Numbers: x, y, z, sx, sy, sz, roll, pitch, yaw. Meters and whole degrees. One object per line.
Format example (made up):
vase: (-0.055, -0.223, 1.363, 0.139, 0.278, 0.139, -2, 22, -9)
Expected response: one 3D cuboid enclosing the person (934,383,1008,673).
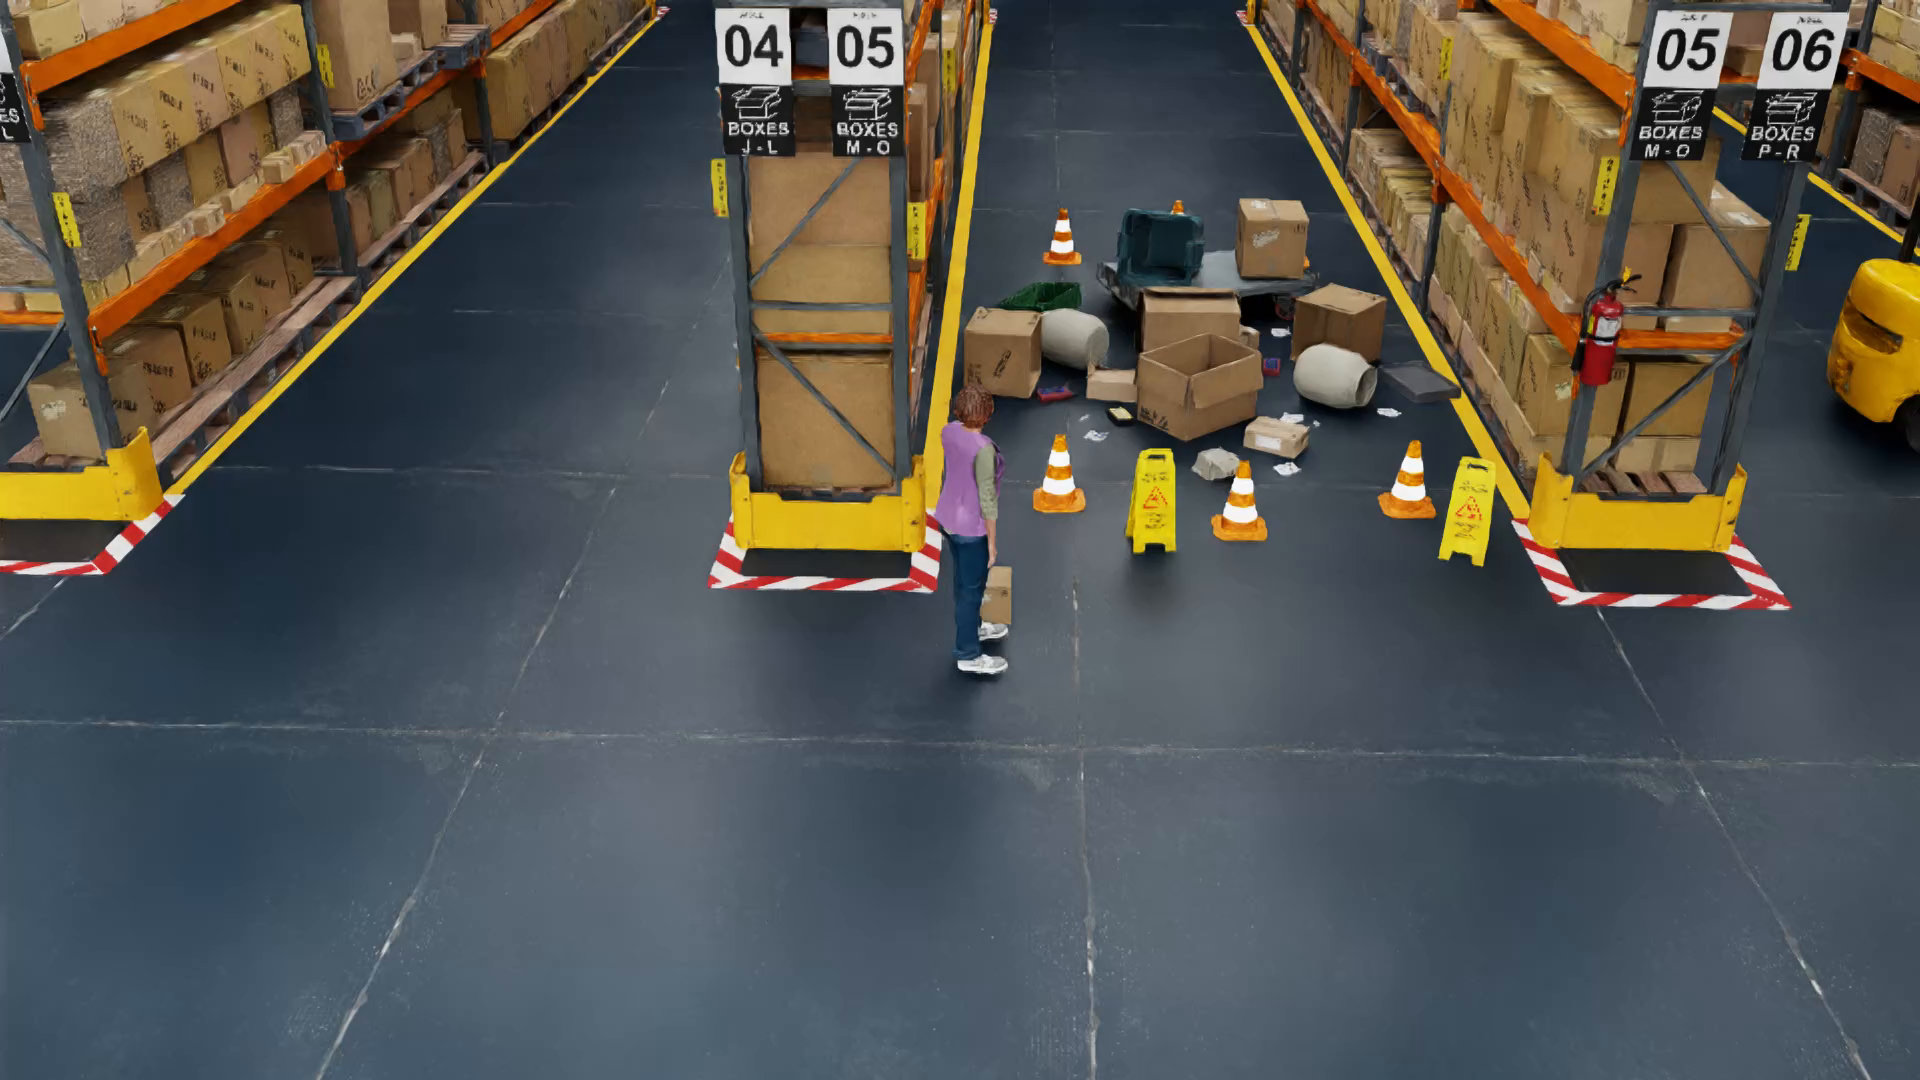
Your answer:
person: (0.114, -0.072, 8.724, 0.454, 1.602, 0.461, -17, 33, -28)
